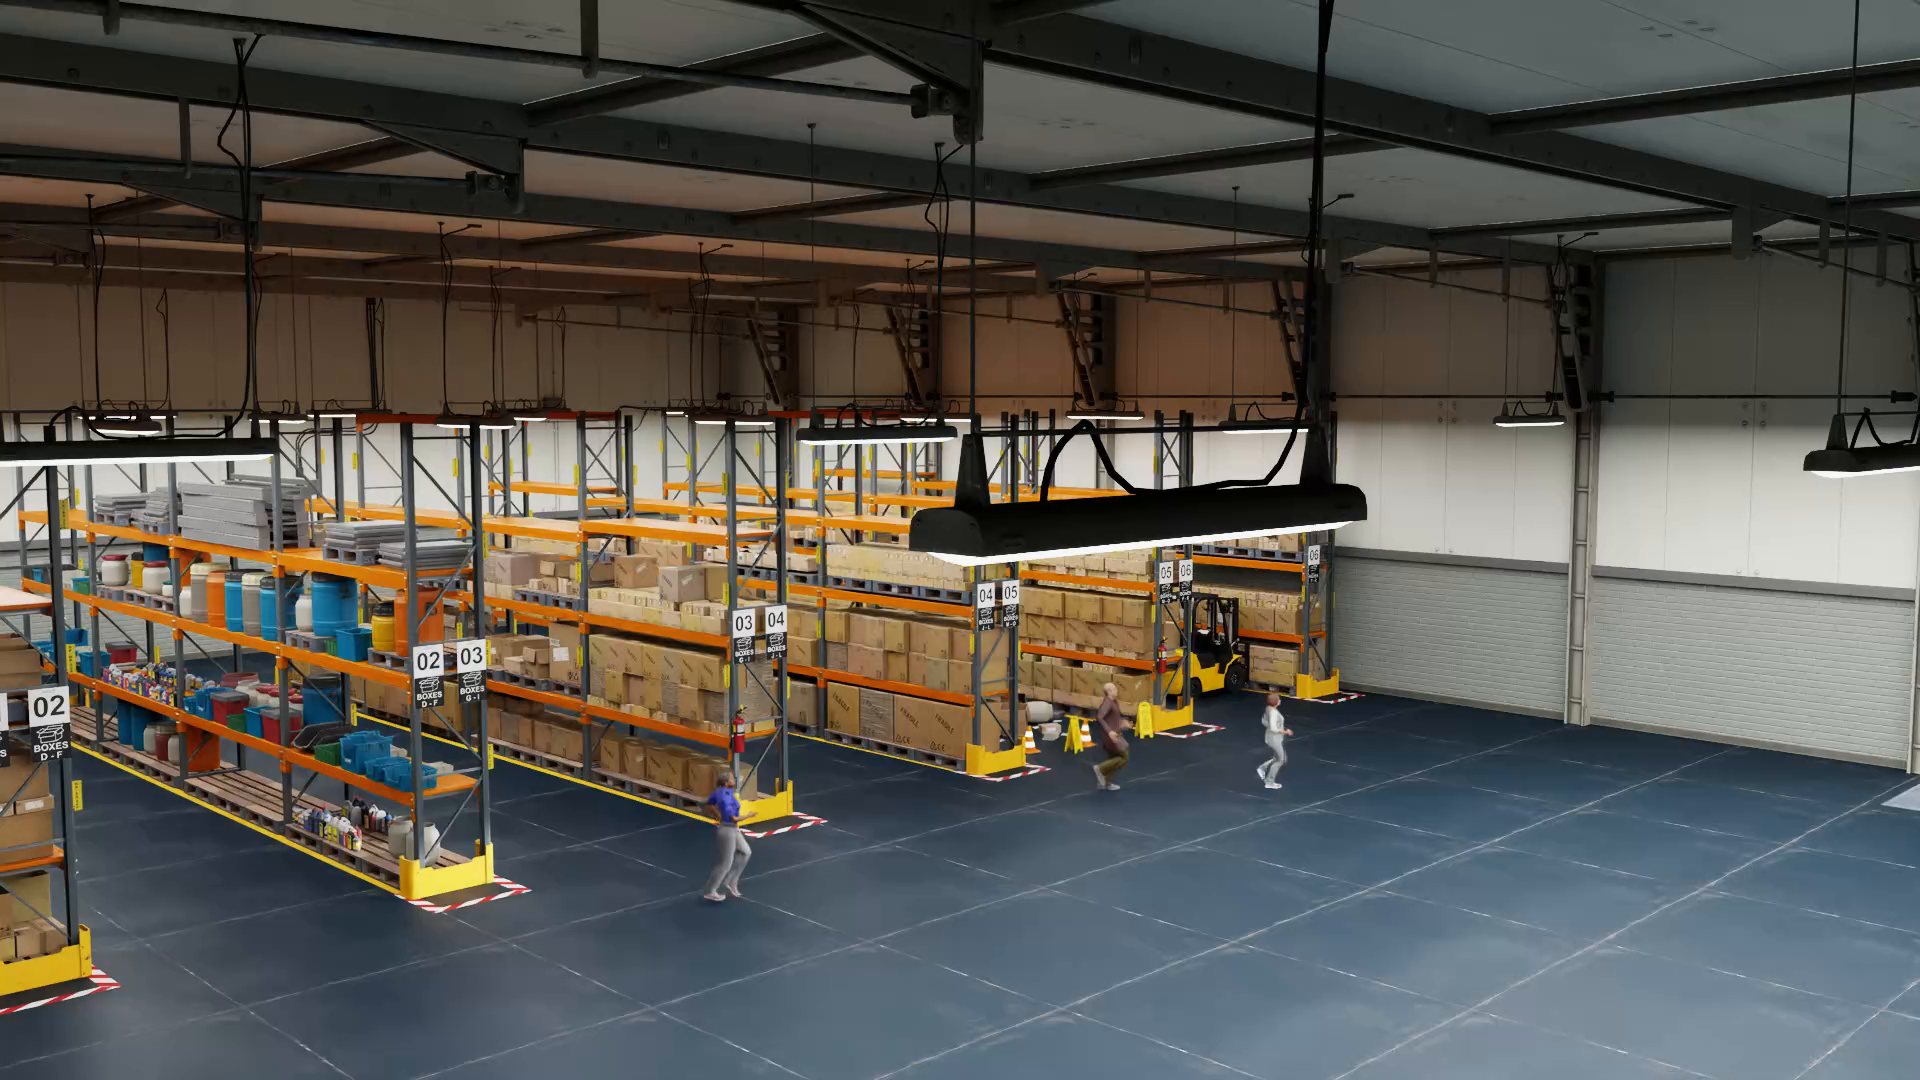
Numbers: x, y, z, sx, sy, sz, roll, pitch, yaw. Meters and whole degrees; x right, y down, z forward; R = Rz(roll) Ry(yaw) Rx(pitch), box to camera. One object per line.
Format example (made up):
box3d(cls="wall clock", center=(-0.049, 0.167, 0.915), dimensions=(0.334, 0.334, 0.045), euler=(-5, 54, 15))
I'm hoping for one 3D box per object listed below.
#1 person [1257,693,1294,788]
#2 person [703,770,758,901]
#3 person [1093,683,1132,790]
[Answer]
box3d(cls="person", center=(5.078, 3.229, 26.769), dimensions=(0.551, 1.552, 0.530), euler=(0, 5, 2))
box3d(cls="person", center=(-2.879, 3.706, 20.830), dimensions=(0.709, 1.685, 0.574), euler=(-1, 5, -11))
box3d(cls="person", center=(2.452, 3.155, 26.667), dimensions=(0.622, 1.740, 0.695), euler=(0, 5, 5))
